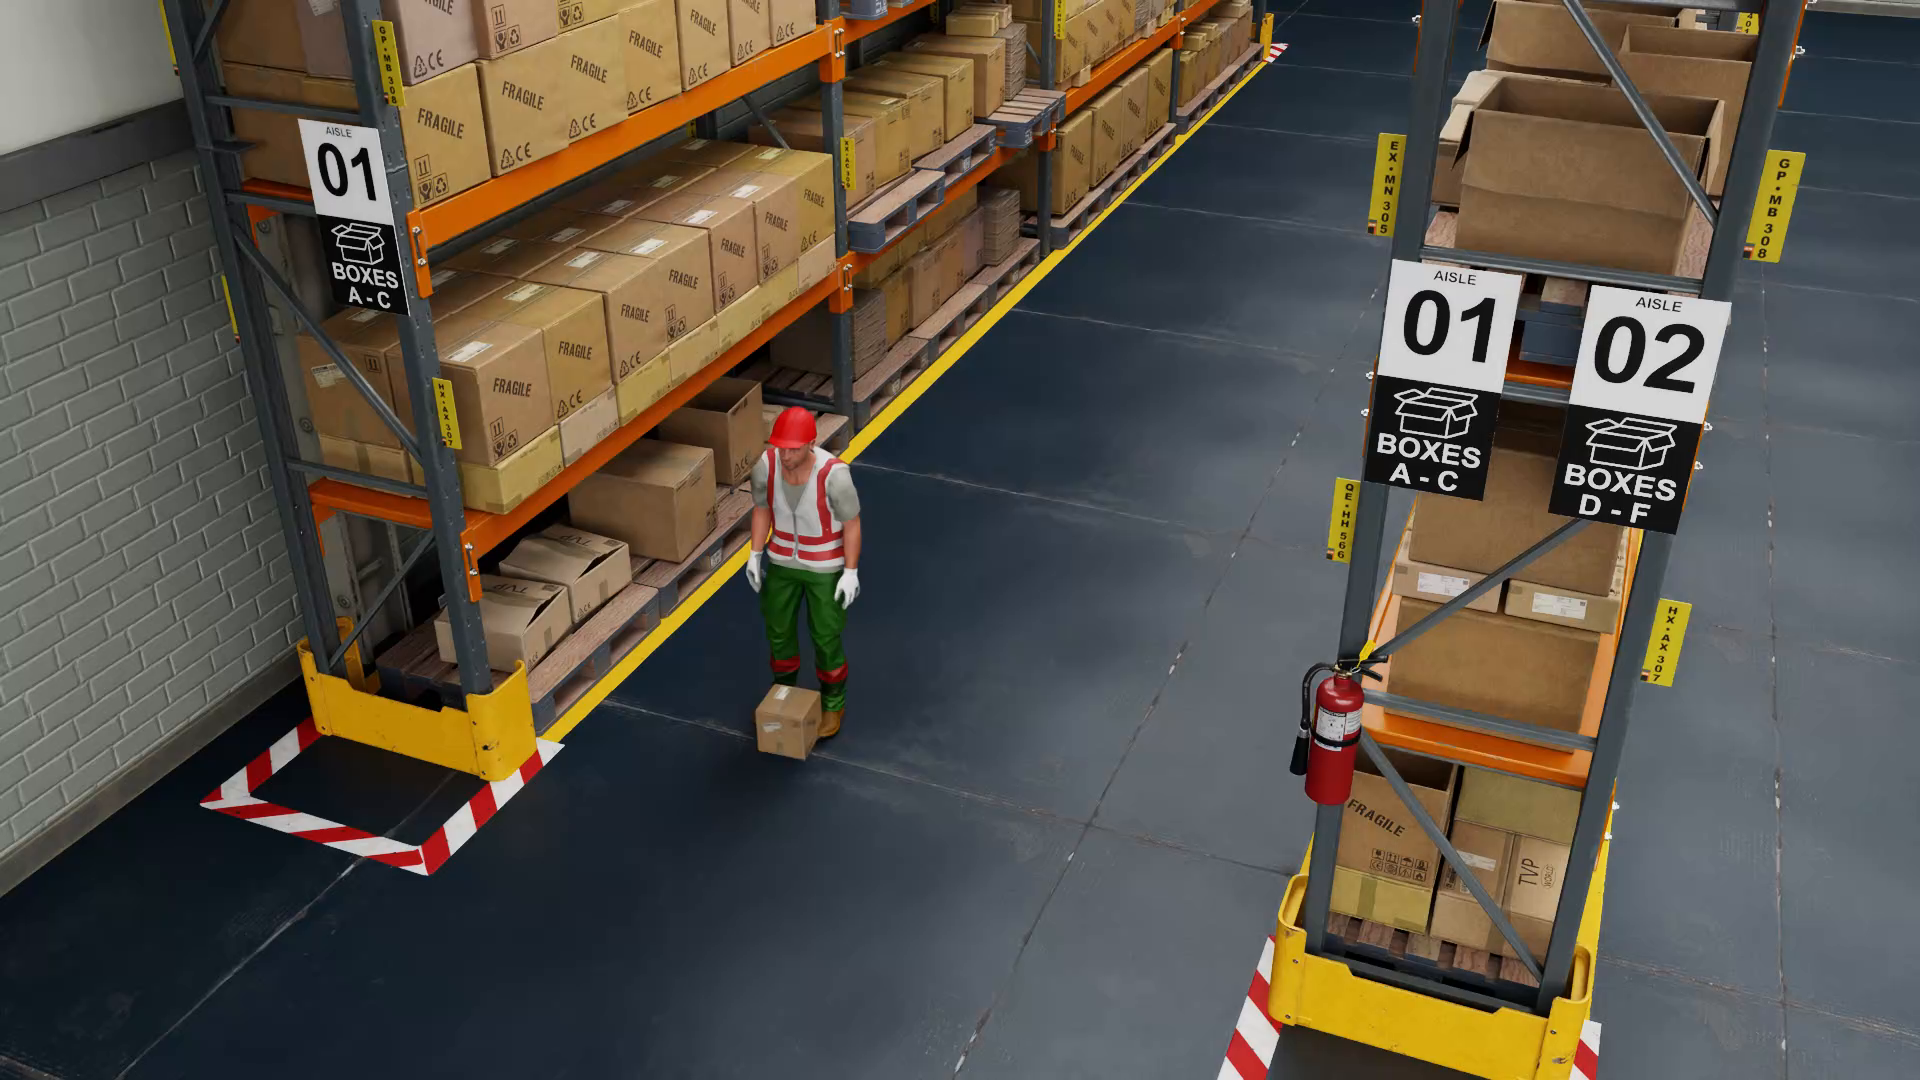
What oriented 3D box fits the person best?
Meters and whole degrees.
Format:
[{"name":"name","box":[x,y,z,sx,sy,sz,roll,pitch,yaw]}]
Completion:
[{"name":"person","box":[-0.768,0.142,8.137,0.595,1.776,0.449,10,31,17]}]
